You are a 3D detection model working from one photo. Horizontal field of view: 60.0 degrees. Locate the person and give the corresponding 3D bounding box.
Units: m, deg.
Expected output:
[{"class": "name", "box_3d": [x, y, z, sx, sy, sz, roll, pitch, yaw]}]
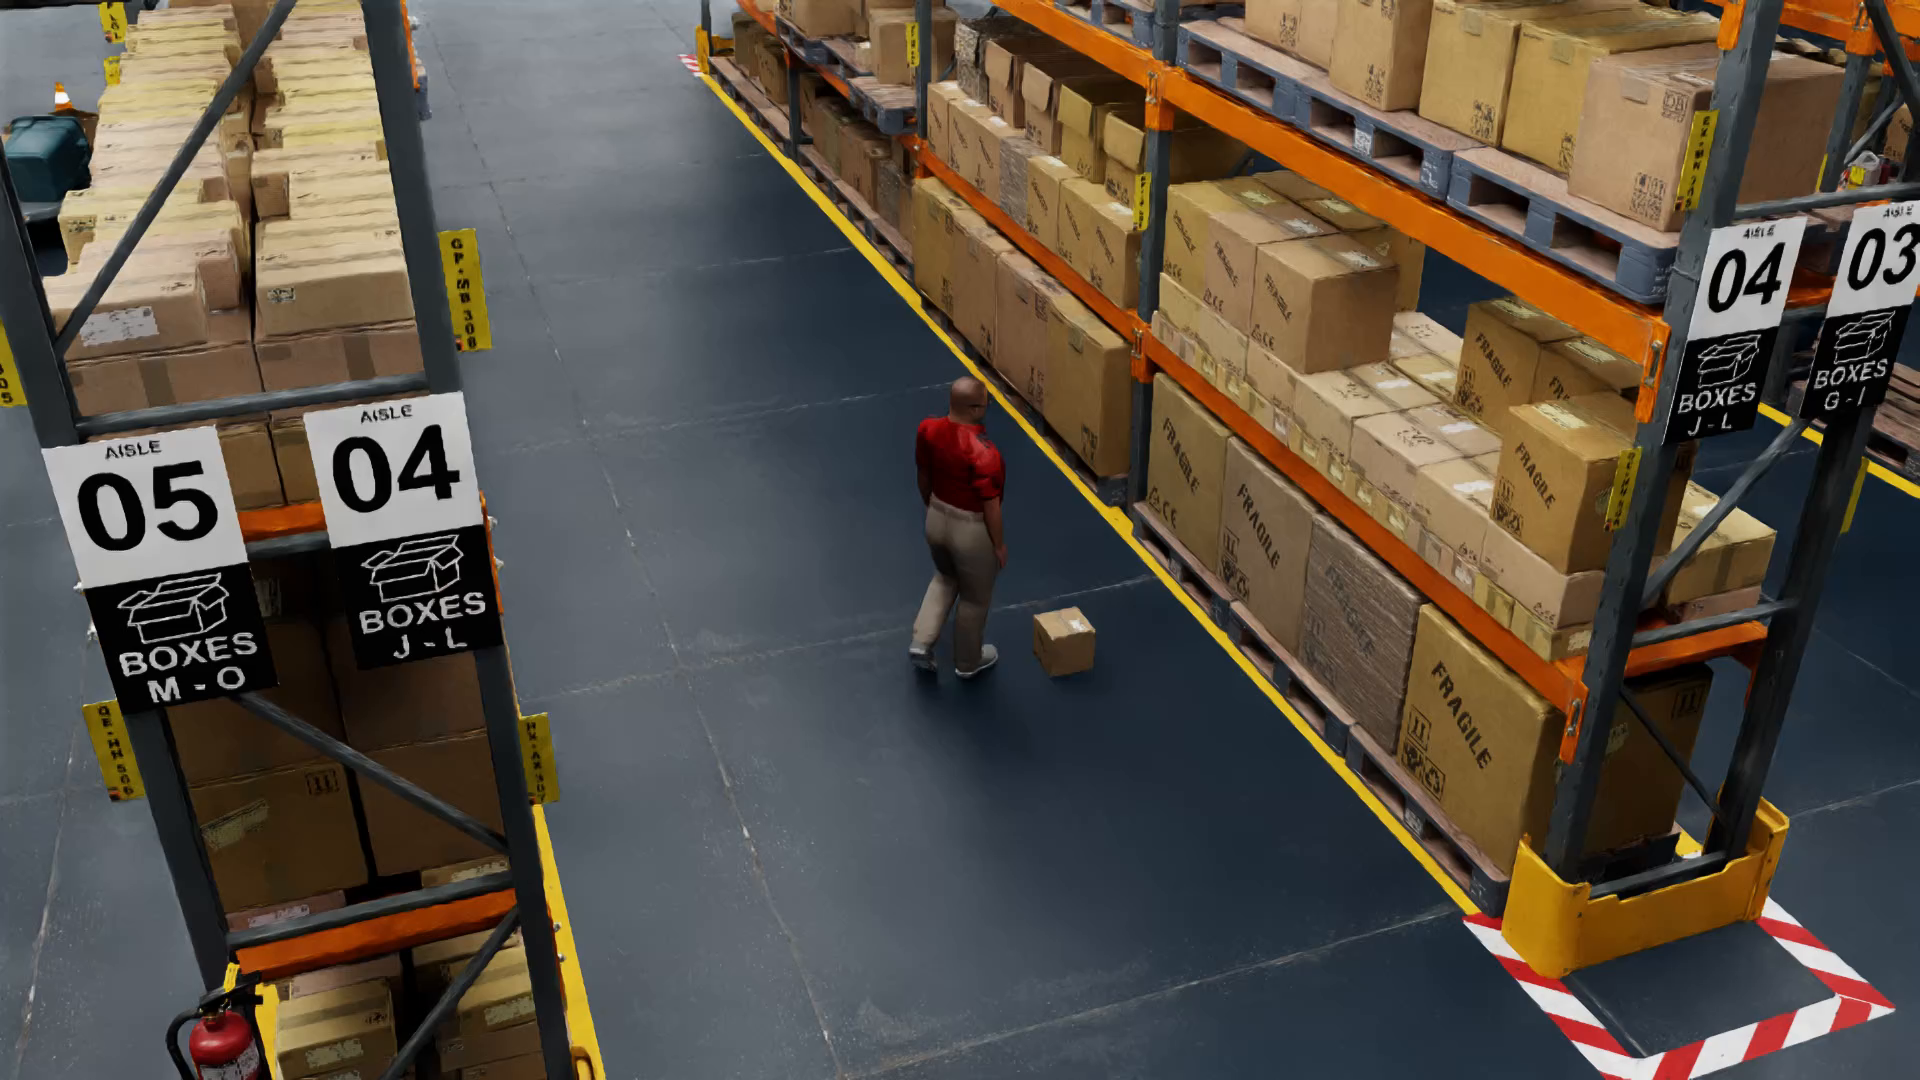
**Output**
[{"class": "person", "box_3d": [-0.007, -0.040, 8.417, 0.577, 1.734, 0.564, 24, 38, 36]}]
